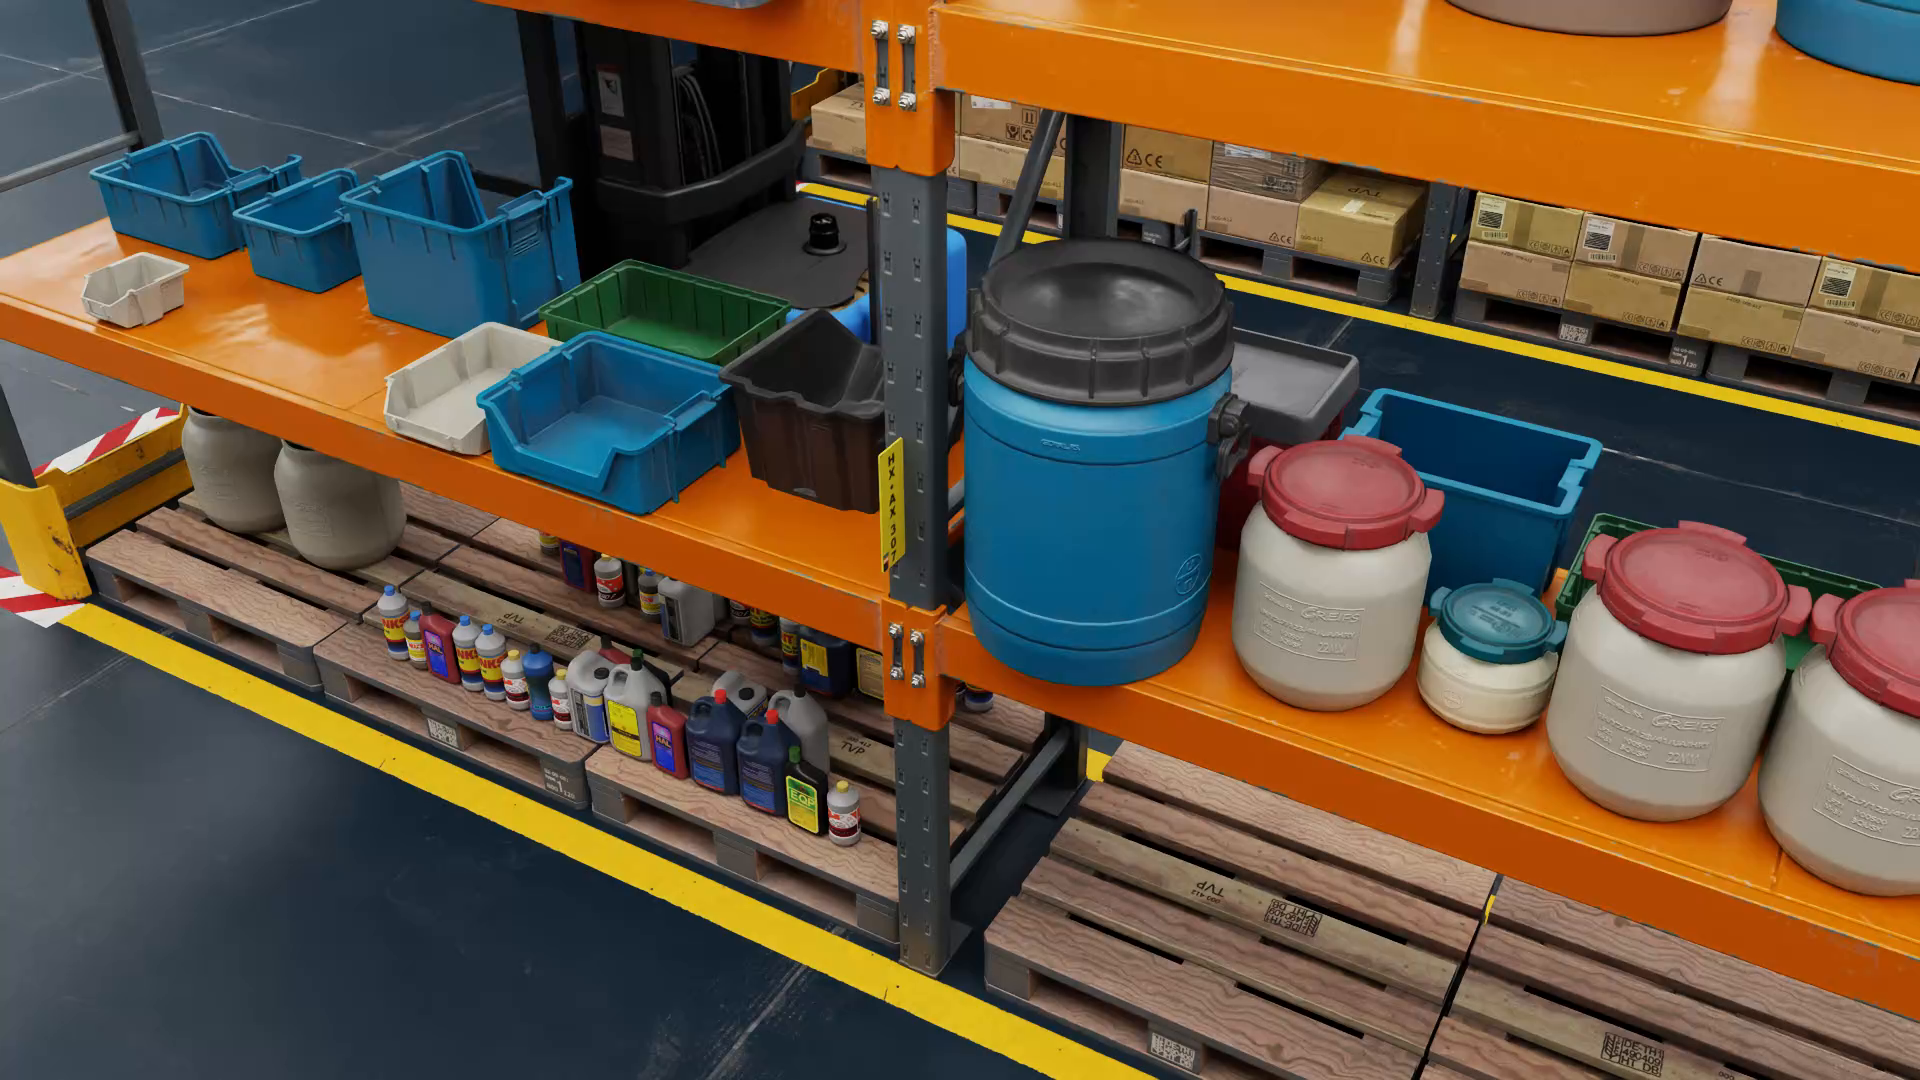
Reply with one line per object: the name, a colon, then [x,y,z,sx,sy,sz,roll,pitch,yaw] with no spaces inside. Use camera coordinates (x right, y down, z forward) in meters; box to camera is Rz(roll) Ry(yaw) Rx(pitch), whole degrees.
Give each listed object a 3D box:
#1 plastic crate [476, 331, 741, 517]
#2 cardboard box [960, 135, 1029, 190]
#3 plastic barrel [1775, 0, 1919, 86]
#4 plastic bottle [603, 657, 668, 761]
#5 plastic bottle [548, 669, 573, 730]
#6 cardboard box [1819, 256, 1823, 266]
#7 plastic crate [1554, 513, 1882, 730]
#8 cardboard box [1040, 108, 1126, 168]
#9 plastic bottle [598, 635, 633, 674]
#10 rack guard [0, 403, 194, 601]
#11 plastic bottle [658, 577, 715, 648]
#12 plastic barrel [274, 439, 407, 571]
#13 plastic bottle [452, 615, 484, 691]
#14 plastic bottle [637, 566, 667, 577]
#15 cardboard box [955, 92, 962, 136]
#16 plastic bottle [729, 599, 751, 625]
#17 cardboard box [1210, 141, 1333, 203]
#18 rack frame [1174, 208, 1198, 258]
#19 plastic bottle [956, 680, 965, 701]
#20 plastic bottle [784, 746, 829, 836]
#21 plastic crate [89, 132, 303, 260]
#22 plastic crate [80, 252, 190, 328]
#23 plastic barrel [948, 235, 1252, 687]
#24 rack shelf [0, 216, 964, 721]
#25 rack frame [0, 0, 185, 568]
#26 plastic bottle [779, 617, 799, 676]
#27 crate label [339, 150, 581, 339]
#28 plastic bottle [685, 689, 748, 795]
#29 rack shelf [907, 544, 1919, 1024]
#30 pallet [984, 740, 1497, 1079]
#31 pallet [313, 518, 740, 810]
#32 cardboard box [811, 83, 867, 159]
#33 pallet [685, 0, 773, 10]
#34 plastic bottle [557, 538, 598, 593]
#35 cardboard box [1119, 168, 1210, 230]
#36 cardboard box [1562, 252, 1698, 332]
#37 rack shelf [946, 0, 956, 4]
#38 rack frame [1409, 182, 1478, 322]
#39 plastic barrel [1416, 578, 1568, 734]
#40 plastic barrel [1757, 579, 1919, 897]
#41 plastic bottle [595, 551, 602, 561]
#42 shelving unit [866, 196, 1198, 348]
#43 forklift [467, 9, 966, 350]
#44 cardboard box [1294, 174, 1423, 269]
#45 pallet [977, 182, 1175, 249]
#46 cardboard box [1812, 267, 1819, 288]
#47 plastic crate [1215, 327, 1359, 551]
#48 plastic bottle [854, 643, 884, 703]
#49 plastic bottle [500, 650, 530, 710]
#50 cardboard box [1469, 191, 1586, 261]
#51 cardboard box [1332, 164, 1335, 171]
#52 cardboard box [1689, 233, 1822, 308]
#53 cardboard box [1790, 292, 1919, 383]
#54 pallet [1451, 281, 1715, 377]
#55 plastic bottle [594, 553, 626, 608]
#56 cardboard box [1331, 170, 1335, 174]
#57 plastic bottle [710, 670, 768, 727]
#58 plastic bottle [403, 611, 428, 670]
plastic crate: [-0.973,-0.338,4.686,0.616,0.251,0.499,18,37,24]
cardboard box: [0.336,-2.211,9.466,0.500,0.250,0.500,18,37,24]
plastic barrel: [1.808,-1.288,2.820,0.708,0.901,0.600,18,37,24]
plastic bottle: [-1.026,0.513,5.266,0.185,0.351,0.144,17,37,24]
plastic bottle: [-1.282,0.509,5.406,0.097,0.201,0.097,0,34,0]
cardboard box: [4.399,-1.481,7.863,0.500,0.311,0.500,17,37,24]
plastic crate: [1.775,0.205,3.927,0.662,0.188,0.450,18,37,24]
cardboard box: [0.767,-2.383,9.048,0.500,0.500,0.500,18,37,24]
plastic bottle: [-1.113,0.443,5.432,0.133,0.283,0.061,18,37,24]
rack guard: [-3.261,-0.288,6.731,0.348,0.500,1.175,18,37,24]
plastic bottle: [-0.957,0.212,5.786,0.135,0.276,0.152,18,37,24]
plastic barrel: [-2.305,-0.184,6.185,0.421,0.512,0.421,0,34,0]
plastic bottle: [-1.633,0.369,5.554,0.097,0.271,0.097,0,34,0]
plastic bottle: [-1.066,0.052,5.959,0.185,0.351,0.144,19,38,26]
cardboard box: [-0.099,-2.660,9.464,0.500,0.500,0.500,18,37,24]
plastic bottle: [-0.770,0.193,5.882,0.097,0.201,0.097,0,34,0]
cardboard box: [1.645,-2.117,8.648,0.500,0.500,0.500,18,37,24]
rack frame: [0.689,-0.406,6.007,0.032,1.500,0.500,18,37,24]
plastic bottle: [-0.024,0.429,5.528,0.097,0.201,0.097,0,34,0]
plastic bottle: [-0.458,0.748,4.975,0.133,0.283,0.061,20,38,27]
plastic crate: [-2.767,-1.271,6.086,0.616,0.251,0.499,18,37,24]
plastic crate: [-2.733,-0.816,5.506,0.250,0.136,0.298,18,37,24]
plastic barrel: [0.308,-0.183,3.866,0.708,0.901,0.600,18,37,24]
rack shelf: [-1.613,-0.477,5.409,4.000,0.370,1.077,18,37,24]
rack frame: [-3.350,-1.326,6.035,0.127,3.000,1.000,18,37,24]
plastic bottle: [-0.558,0.323,5.624,0.097,0.271,0.097,0,34,0]
crate label: [-1.618,-0.965,5.461,0.616,0.435,0.502,18,37,24]
plastic bottle: [-0.746,0.602,5.133,0.185,0.351,0.144,16,37,22]
rack shelf: [1.859,0.623,3.757,4.000,0.370,1.077,18,37,24]
pallet: [0.824,1.132,4.860,1.213,0.211,1.003,18,37,24]
pallet: [-1.503,0.395,5.967,1.213,0.211,1.003,18,37,24]
cardboard box: [-0.534,-2.485,9.877,0.500,0.250,0.500,18,37,24]
pallet: [-0.552,-1.548,3.832,1.003,0.211,1.213,18,37,24]
plastic bottle: [-1.385,0.049,6.024,0.133,0.283,0.061,18,37,24]
cardboard box: [1.202,-1.934,9.050,0.500,0.250,0.500,18,37,24]
cardboard box: [3.254,-1.268,8.050,0.500,0.250,0.500,19,38,26]
rack shelf: [0.847,-2.860,8.987,4.000,0.370,1.077,18,37,24]
rack frame: [2.584,-2.609,7.962,0.127,3.000,1.000,18,37,24]
plastic barrel: [1.196,0.269,3.764,0.301,0.262,0.301,0,34,0]
plastic barrel: [1.857,0.407,3.311,0.433,0.535,0.433,0,34,0]
plastic bottle: [-1.333,0.001,6.103,0.135,0.276,0.152,18,38,25]
shelving unit: [0.256,-0.543,6.213,1.083,1.500,0.587,18,37,24]
forklift: [-1.496,-1.745,6.726,3.031,2.935,1.130,18,37,24]
cardboard box: [2.073,-1.662,8.641,0.500,0.250,0.500,18,37,24]
pallet: [0.851,-2.022,9.596,1.213,0.211,1.003,18,37,24]
cardboard box: [3.971,-1.384,8.224,0.500,0.250,0.500,18,38,25]
plastic crate: [0.695,-0.267,4.387,0.583,0.464,0.402,18,37,24]
plastic bottle: [-0.283,0.398,5.499,0.133,0.283,0.061,18,37,24]
plastic bottle: [-1.460,0.453,5.491,0.097,0.201,0.097,0,34,0]
cardboard box: [2.819,-1.639,8.101,0.500,0.311,0.500,18,38,25]
cardboard box: [1.899,-2.363,9.018,0.500,0.500,0.500,18,37,24]
cardboard box: [3.701,-1.357,7.678,0.500,0.311,0.500,16,37,23]
cardboard box: [4.147,-0.986,7.627,0.500,0.250,0.500,18,38,25]
pallet: [3.243,-1.264,8.458,1.213,0.211,1.003,18,37,24]
plastic bottle: [-1.258,0.135,5.968,0.097,0.201,0.097,0,34,0]
cardboard box: [1.900,-2.053,9.228,0.500,0.250,0.500,18,37,24]
plastic bottle: [-0.694,0.555,5.271,0.135,0.276,0.152,18,37,24]
plastic bottle: [-1.841,0.332,5.672,0.097,0.201,0.097,0,34,0]
